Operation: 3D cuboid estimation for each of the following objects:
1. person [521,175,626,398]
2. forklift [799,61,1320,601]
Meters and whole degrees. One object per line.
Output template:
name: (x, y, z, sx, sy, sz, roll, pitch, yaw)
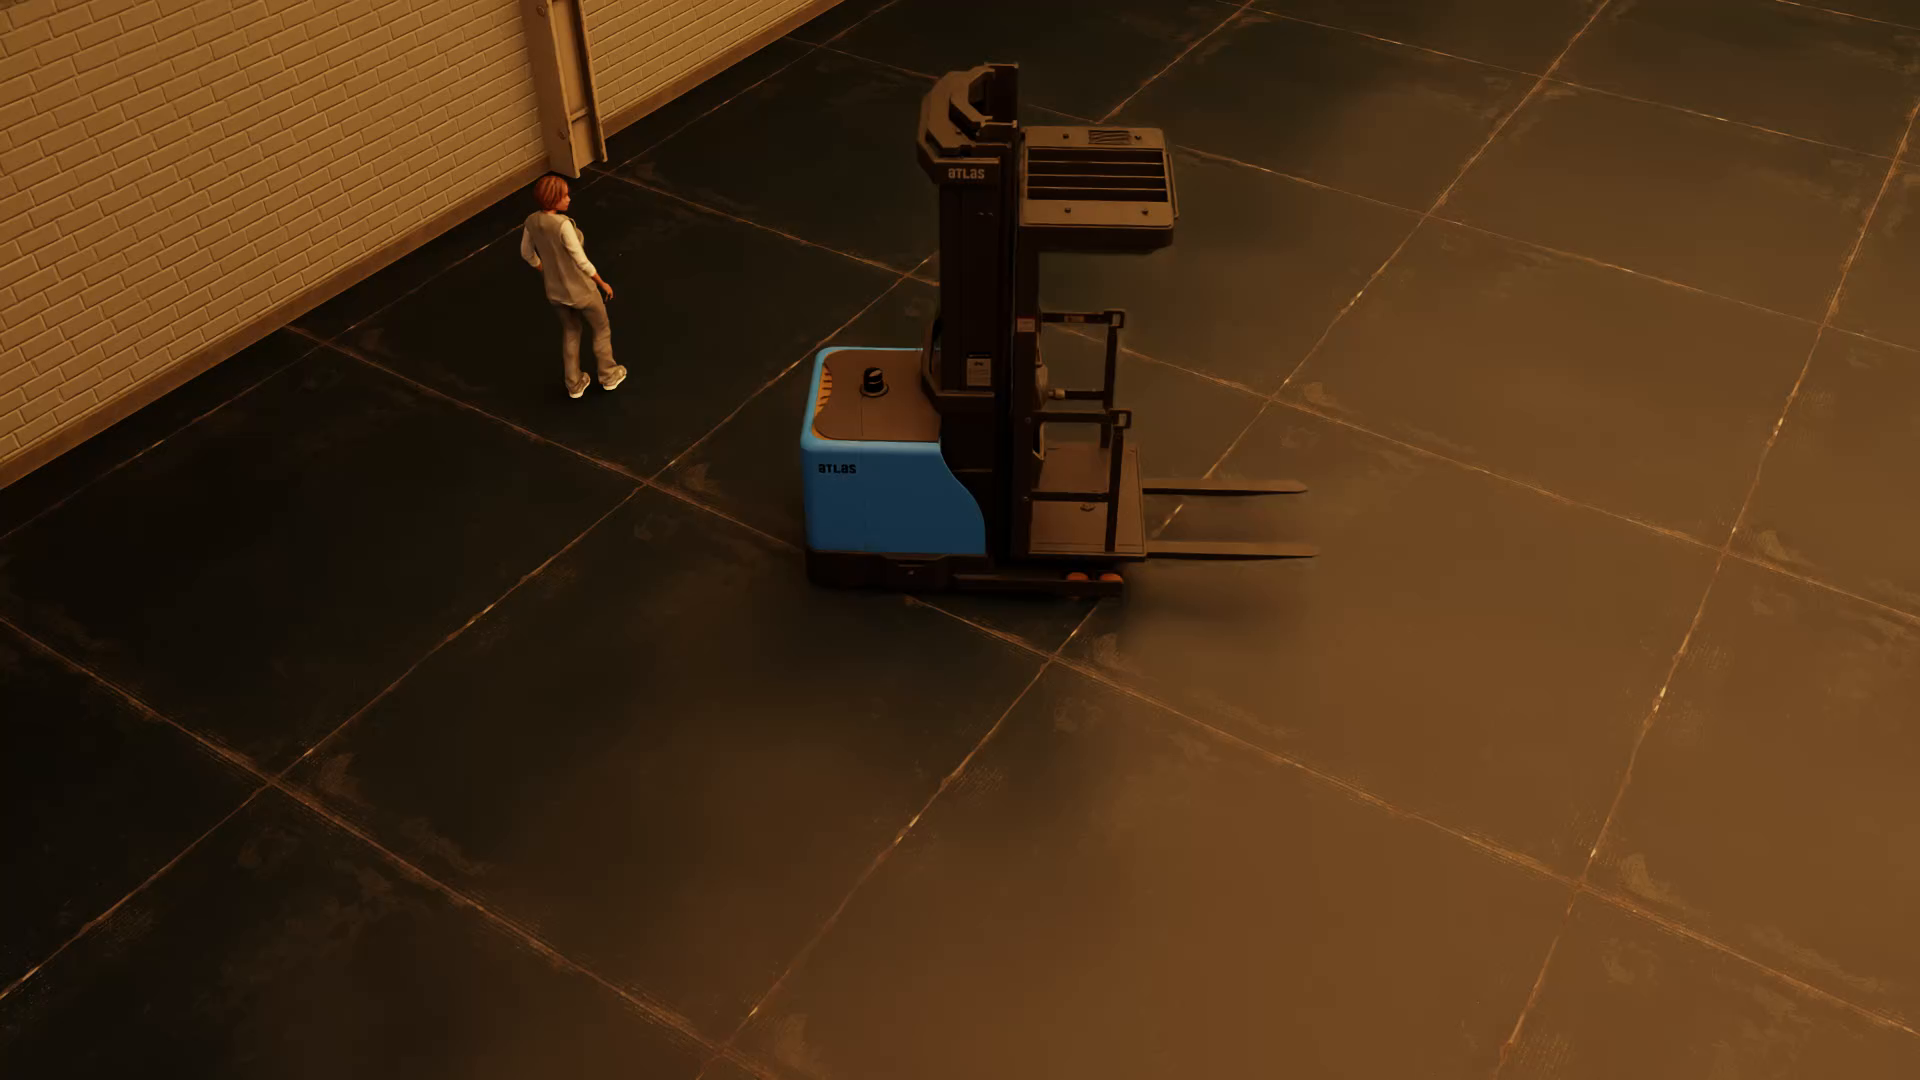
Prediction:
person: (-2.553, -1.679, 10.997, 0.621, 1.582, 0.456, 15, 43, 17)
forklift: (0.618, -1.113, 9.281, 3.031, 2.935, 1.130, 1, 40, 2)
